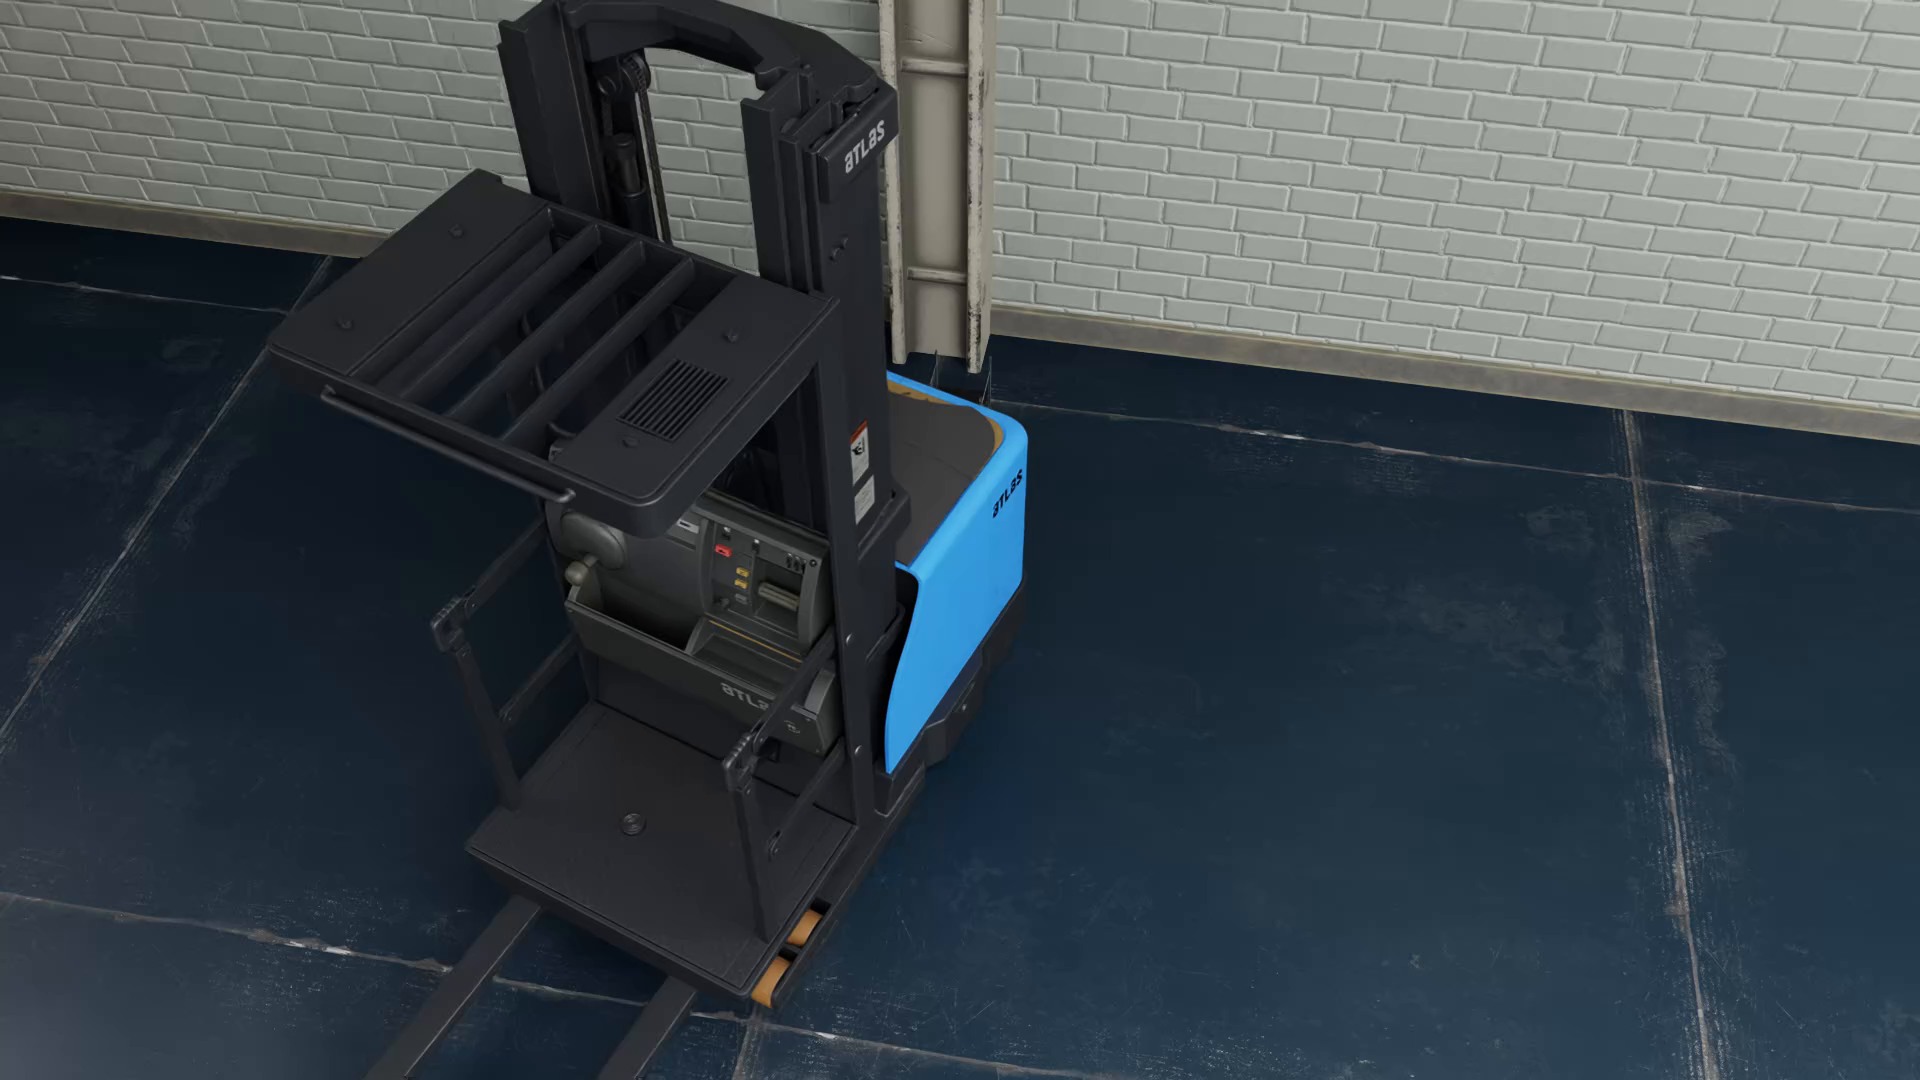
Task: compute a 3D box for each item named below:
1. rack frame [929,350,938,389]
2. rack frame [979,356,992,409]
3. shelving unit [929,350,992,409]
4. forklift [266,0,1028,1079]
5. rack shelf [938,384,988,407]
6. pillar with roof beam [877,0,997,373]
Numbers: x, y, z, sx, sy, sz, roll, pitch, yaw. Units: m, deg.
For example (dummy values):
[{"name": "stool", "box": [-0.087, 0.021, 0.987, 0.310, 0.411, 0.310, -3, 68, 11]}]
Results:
[{"name": "rack frame", "box": [-0.108, -0.315, 6.400, 0.006, 0.900, 0.240, 8, 49, 7]}, {"name": "rack frame", "box": [0.092, -0.288, 6.376, 0.006, 0.900, 0.240, 8, 49, 7]}, {"name": "shelving unit", "box": [-0.008, -0.302, 6.388, 0.210, 0.900, 0.258, 8, 49, 7]}, {"name": "forklift", "box": [-0.901, 0.132, 4.633, 1.130, 2.935, 3.031, 22, 52, 19]}, {"name": "rack shelf", "box": [-0.008, -0.460, 6.212, 0.200, 0.077, 0.258, 8, 49, 7]}, {"name": "pillar with roof beam", "box": [-0.847, -0.735, 1.333, 0.400, 9.000, 9.100, 8, 49, 7]}]
